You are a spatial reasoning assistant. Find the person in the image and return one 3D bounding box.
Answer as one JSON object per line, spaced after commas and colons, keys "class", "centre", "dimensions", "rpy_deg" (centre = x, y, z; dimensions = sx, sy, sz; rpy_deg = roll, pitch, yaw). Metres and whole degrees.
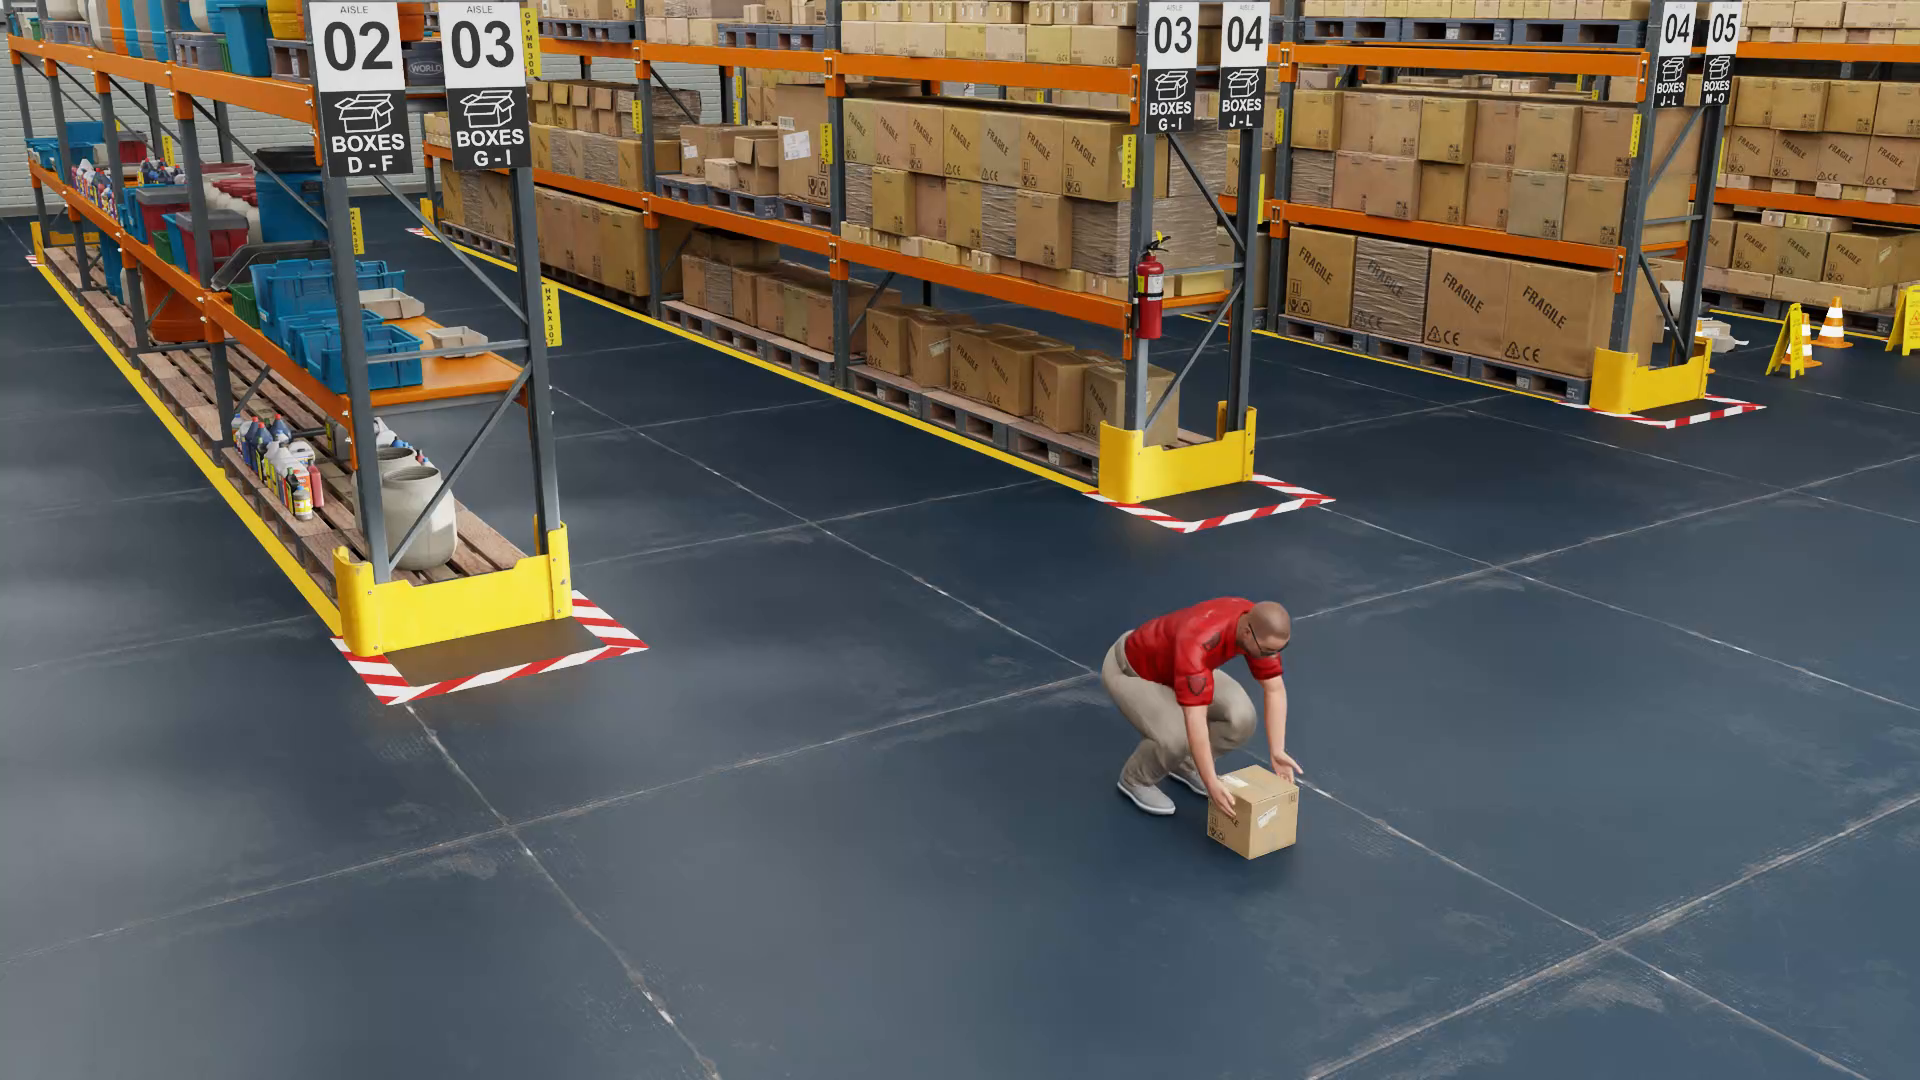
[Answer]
{"class": "person", "centre": [0.988, 0.405, 6.711], "dimensions": [0.475, 1.503, 0.779], "rpy_deg": [-12, 21, -33]}
